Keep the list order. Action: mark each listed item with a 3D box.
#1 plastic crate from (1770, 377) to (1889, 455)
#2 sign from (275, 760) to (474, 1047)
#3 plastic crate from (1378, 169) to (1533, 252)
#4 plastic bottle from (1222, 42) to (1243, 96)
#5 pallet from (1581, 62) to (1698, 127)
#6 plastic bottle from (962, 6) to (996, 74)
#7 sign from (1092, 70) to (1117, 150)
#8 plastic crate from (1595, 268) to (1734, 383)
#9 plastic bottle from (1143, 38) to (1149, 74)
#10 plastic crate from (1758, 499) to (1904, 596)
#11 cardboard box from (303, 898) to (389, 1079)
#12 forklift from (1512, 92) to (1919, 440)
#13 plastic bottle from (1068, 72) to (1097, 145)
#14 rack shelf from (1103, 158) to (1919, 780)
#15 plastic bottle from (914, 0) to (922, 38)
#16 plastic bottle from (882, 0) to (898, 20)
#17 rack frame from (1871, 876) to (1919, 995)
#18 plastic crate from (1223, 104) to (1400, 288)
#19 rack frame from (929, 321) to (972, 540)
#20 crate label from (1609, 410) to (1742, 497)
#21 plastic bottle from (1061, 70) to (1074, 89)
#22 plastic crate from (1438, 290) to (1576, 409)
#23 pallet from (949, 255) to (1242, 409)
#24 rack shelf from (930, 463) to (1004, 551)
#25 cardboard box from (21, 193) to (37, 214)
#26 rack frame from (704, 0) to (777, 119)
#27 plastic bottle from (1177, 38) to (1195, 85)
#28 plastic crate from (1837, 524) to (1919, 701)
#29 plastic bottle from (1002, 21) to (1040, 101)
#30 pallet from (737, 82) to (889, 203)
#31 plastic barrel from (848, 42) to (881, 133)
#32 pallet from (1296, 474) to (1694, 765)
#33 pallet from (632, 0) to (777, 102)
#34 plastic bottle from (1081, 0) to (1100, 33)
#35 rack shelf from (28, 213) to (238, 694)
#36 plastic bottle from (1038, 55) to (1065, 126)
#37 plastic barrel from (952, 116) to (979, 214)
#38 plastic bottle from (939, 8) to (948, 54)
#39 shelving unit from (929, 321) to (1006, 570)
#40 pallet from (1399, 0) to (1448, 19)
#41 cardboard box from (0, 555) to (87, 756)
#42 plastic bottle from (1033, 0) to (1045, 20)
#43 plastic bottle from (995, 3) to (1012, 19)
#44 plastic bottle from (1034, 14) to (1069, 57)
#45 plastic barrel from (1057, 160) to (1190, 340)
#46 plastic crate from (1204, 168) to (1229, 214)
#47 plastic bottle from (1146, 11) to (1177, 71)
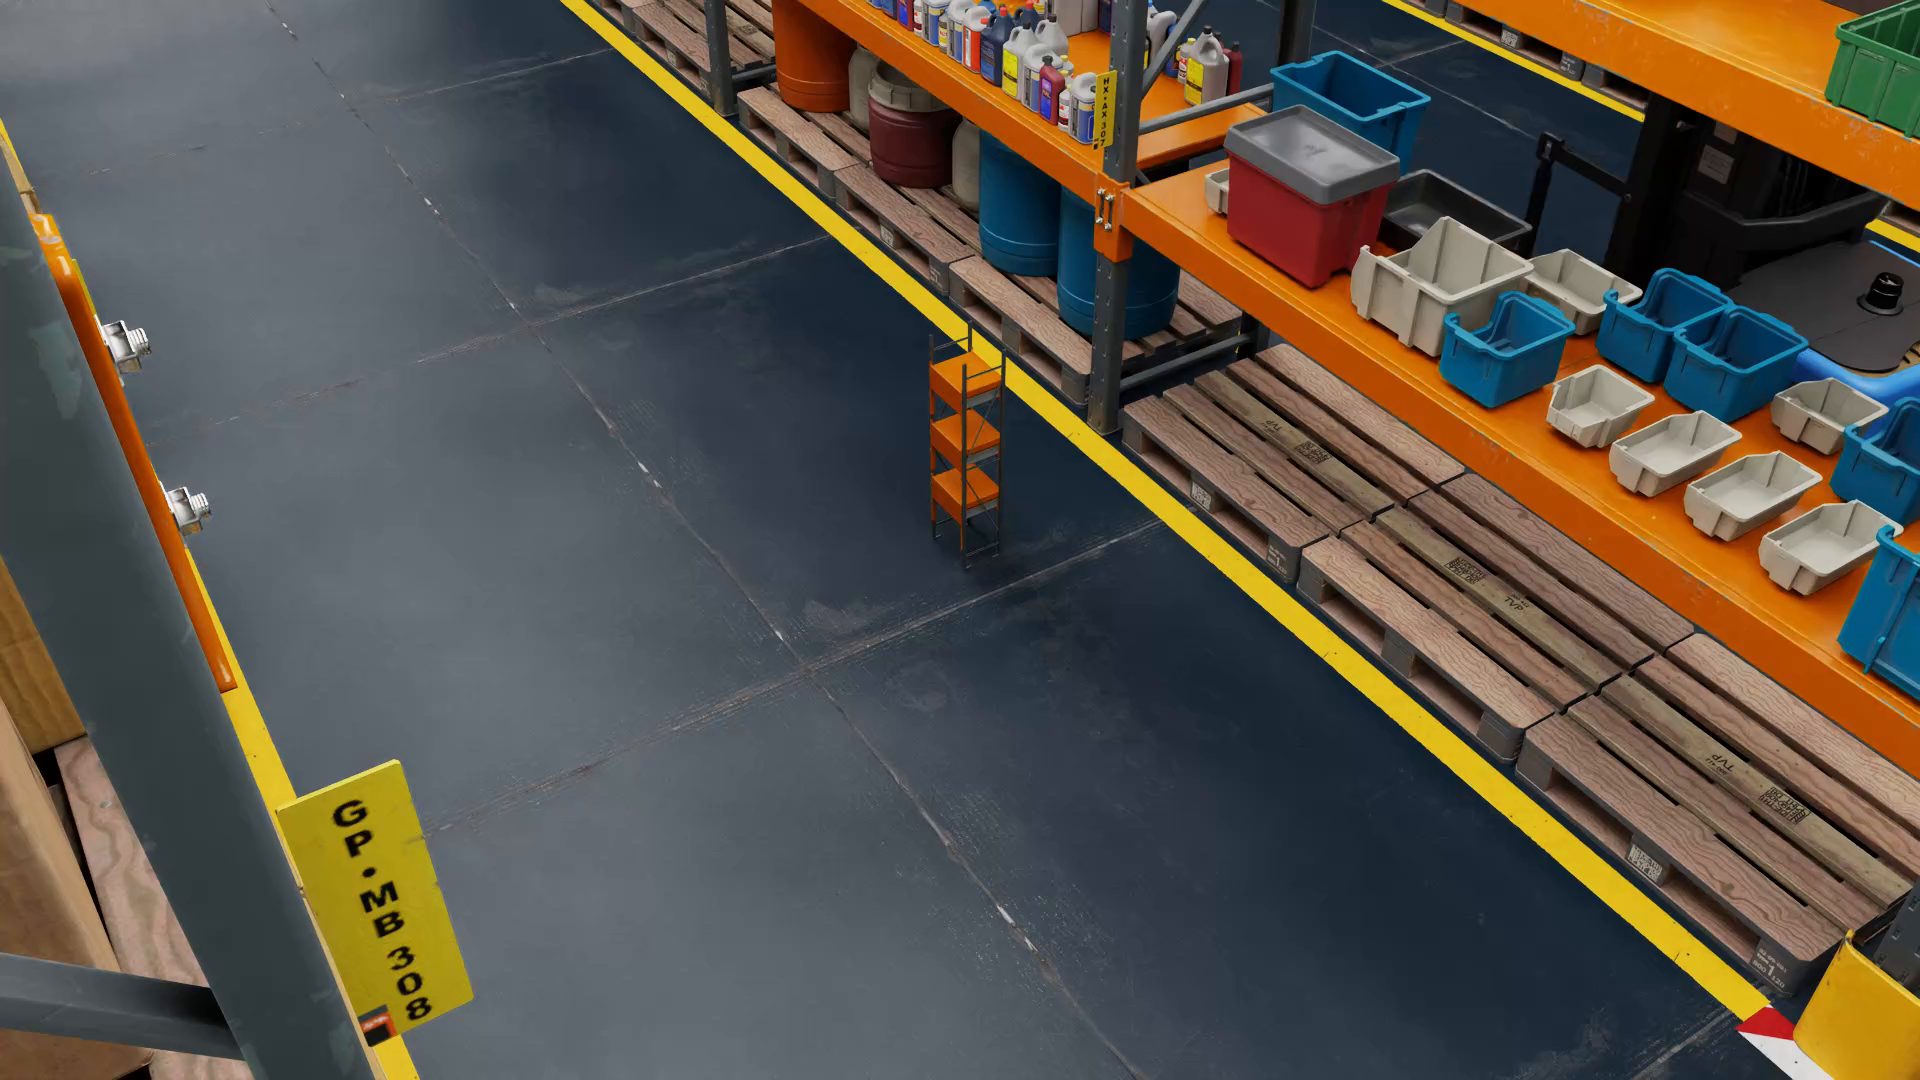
[{"bbox_3d":[2.884,-0.414,5.563,0.250,0.136,0.298,-22,45,-24],"label":"plastic crate"},{"bbox_3d":[-0.498,0.321,1.434,0.100,0.325,0.005,-22,45,-24],"label":"sign"},{"bbox_3d":[1.885,-1.243,6.566,0.437,0.125,0.590,-22,45,-24],"label":"plastic crate"},{"bbox_3d":[1.219,-2.137,7.562,0.061,0.283,0.133,-22,45,-24],"label":"plastic bottle"},{"bbox_3d":[4.765,-2.895,10.559,1.003,0.211,1.213,-22,45,-24],"label":"pallet"},{"bbox_3d":[0.104,-2.360,7.836,0.152,0.276,0.135,-22,45,-24],"label":"plastic bottle"},{"bbox_3d":[0.591,-1.755,6.797,0.100,0.325,0.005,-22,45,-24],"label":"sign"},{"bbox_3d":[2.482,-0.756,5.898,0.416,0.233,0.300,-22,45,-24],"label":"plastic crate"},{"bbox_3d":[0.837,-2.286,7.805,0.097,0.201,0.097,0,40,0],"label":"plastic bottle"},{"bbox_3d":[2.616,0.023,5.039,0.396,0.136,0.243,-22,45,-24],"label":"plastic crate"},{"bbox_3d":[-1.268,1.060,2.933,0.500,0.500,0.500,-23,45,-25],"label":"cardboard box"},{"bbox_3d":[3.146,-1.844,7.174,1.130,2.935,3.031,-19,43,-22],"label":"forklift"},{"bbox_3d":[0.572,-1.891,7.273,0.152,0.276,0.135,-22,45,-24],"label":"plastic bottle"},{"bbox_3d":[2.132,-0.481,6.046,1.077,0.370,4.000,-22,45,-24],"label":"rack shelf"},{"bbox_3d":[-0.178,-2.582,8.161,0.097,0.201,0.097,0,40,0],"label":"plastic bottle"},{"bbox_3d":[-0.306,-2.796,8.301,0.144,0.351,0.185,-22,45,-24],"label":"plastic bottle"},{"bbox_3d":[3.207,0.322,4.520,1.000,3.000,0.127,-22,45,-24],"label":"rack frame"},{"bbox_3d":[1.325,-1.316,6.390,0.402,0.464,0.583,-22,45,-24],"label":"plastic crate"},{"bbox_3d":[-0.037,-0.440,6.958,0.200,1.050,0.008,-22,45,-24],"label":"rack frame"},{"bbox_3d":[2.302,-0.281,5.403,0.396,0.136,0.243,-22,45,-24],"label":"crate label"},{"bbox_3d":[0.466,-2.008,7.472,0.097,0.201,0.097,0,40,0],"label":"plastic bottle"},{"bbox_3d":[1.887,-0.657,5.779,0.416,0.233,0.300,-22,45,-24],"label":"plastic crate"},{"bbox_3d":[0.676,-1.196,8.521,1.003,0.211,1.213,-22,45,-24],"label":"pallet"},{"bbox_3d":[0.029,-0.153,7.064,0.215,0.259,0.240,-22,45,-24],"label":"rack shelf"},{"bbox_3d":[-4.444,-0.773,7.166,1.225,0.875,0.875,-22,45,-24],"label":"cardboard box"},{"bbox_3d":[-1.095,-3.996,9.702,1.000,3.000,0.127,-22,45,-24],"label":"rack frame"},{"bbox_3d":[1.070,-2.233,7.742,0.097,0.201,0.097,0,40,0],"label":"plastic bottle"},{"bbox_3d":[2.869,0.169,4.629,0.616,0.435,0.499,-22,45,-24],"label":"plastic crate"},{"bbox_3d":[0.286,-2.201,7.587,0.144,0.351,0.185,-22,45,-24],"label":"plastic bottle"},{"bbox_3d":[-0.636,-2.513,10.101,1.003,0.211,1.213,-22,45,-24],"label":"pallet"},{"bbox_3d":[-0.438,-2.669,9.725,0.421,0.512,0.421,0,40,0],"label":"plastic barrel"},{"bbox_3d":[2.144,0.277,6.753,1.003,0.211,1.213,-22,45,-24],"label":"pallet"},{"bbox_3d":[-1.478,-3.356,11.113,1.003,0.211,1.213,-22,45,-24],"label":"pallet"},{"bbox_3d":[0.631,-2.670,8.208,0.152,0.276,0.135,-22,45,-24],"label":"plastic bottle"},{"bbox_3d":[-2.044,-0.927,2.208,1.077,0.370,4.000,-22,45,-24],"label":"rack shelf"},{"bbox_3d":[0.409,-2.003,7.401,0.061,0.283,0.133,-22,45,-24],"label":"plastic bottle"},{"bbox_3d":[0.169,-2.060,8.994,0.421,0.512,0.421,0,40,0],"label":"plastic barrel"},{"bbox_3d":[-0.054,-2.457,8.011,0.097,0.201,0.097,0,40,0],"label":"plastic bottle"},{"bbox_3d":[0.029,-0.374,6.879,0.215,1.050,0.252,-22,45,-24],"label":"shelving unit"},{"bbox_3d":[3.453,-4.212,12.139,1.003,0.211,1.213,-22,45,-24],"label":"pallet"},{"bbox_3d":[-1.495,0.029,2.045,0.700,0.500,0.500,-24,45,-26],"label":"cardboard box"},{"bbox_3d":[0.411,-2.713,8.318,0.097,0.201,0.097,0,40,0],"label":"plastic bottle"},{"bbox_3d":[0.199,-2.411,7.901,0.097,0.271,0.097,0,40,0],"label":"plastic bottle"},{"bbox_3d":[0.408,-2.251,7.647,0.144,0.351,0.185,-22,45,-24],"label":"plastic bottle"},{"bbox_3d":[0.778,-1.492,8.008,0.600,0.901,0.708,-22,45,-24],"label":"plastic barrel"},{"bbox_3d":[1.186,-1.458,6.816,0.396,0.136,0.243,-22,45,-24],"label":"plastic crate"},{"bbox_3d":[0.932,-2.368,7.845,0.152,0.276,0.135,-22,45,-24],"label":"plastic bottle"}]
